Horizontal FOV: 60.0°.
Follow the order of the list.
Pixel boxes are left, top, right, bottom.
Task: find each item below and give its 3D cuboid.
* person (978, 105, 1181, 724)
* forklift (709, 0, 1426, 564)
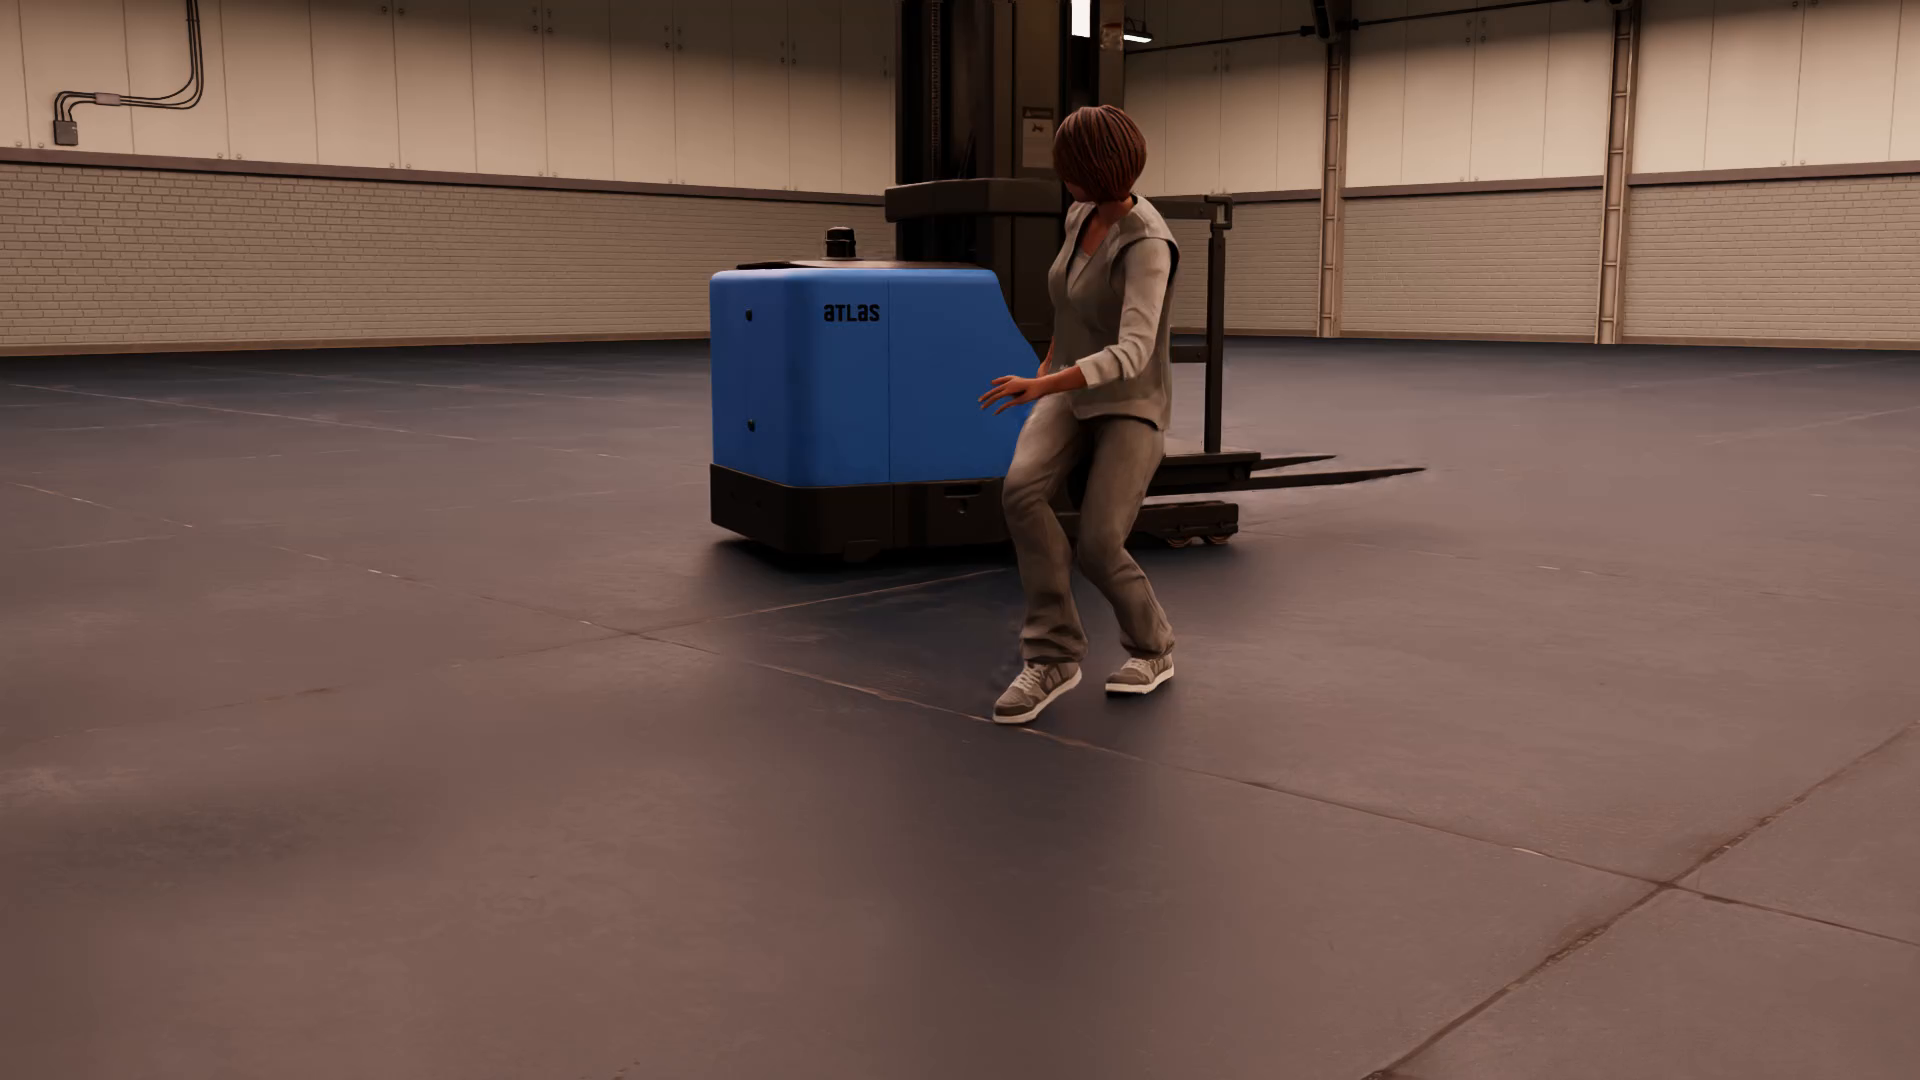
[{"bbox_3d":[0.236,-0.306,4.063,0.634,1.424,0.699,8,12,44],"label":"person"},{"bbox_3d":[0.547,-1.490,6.767,3.031,2.935,1.130,-4,10,-26],"label":"forklift"}]
